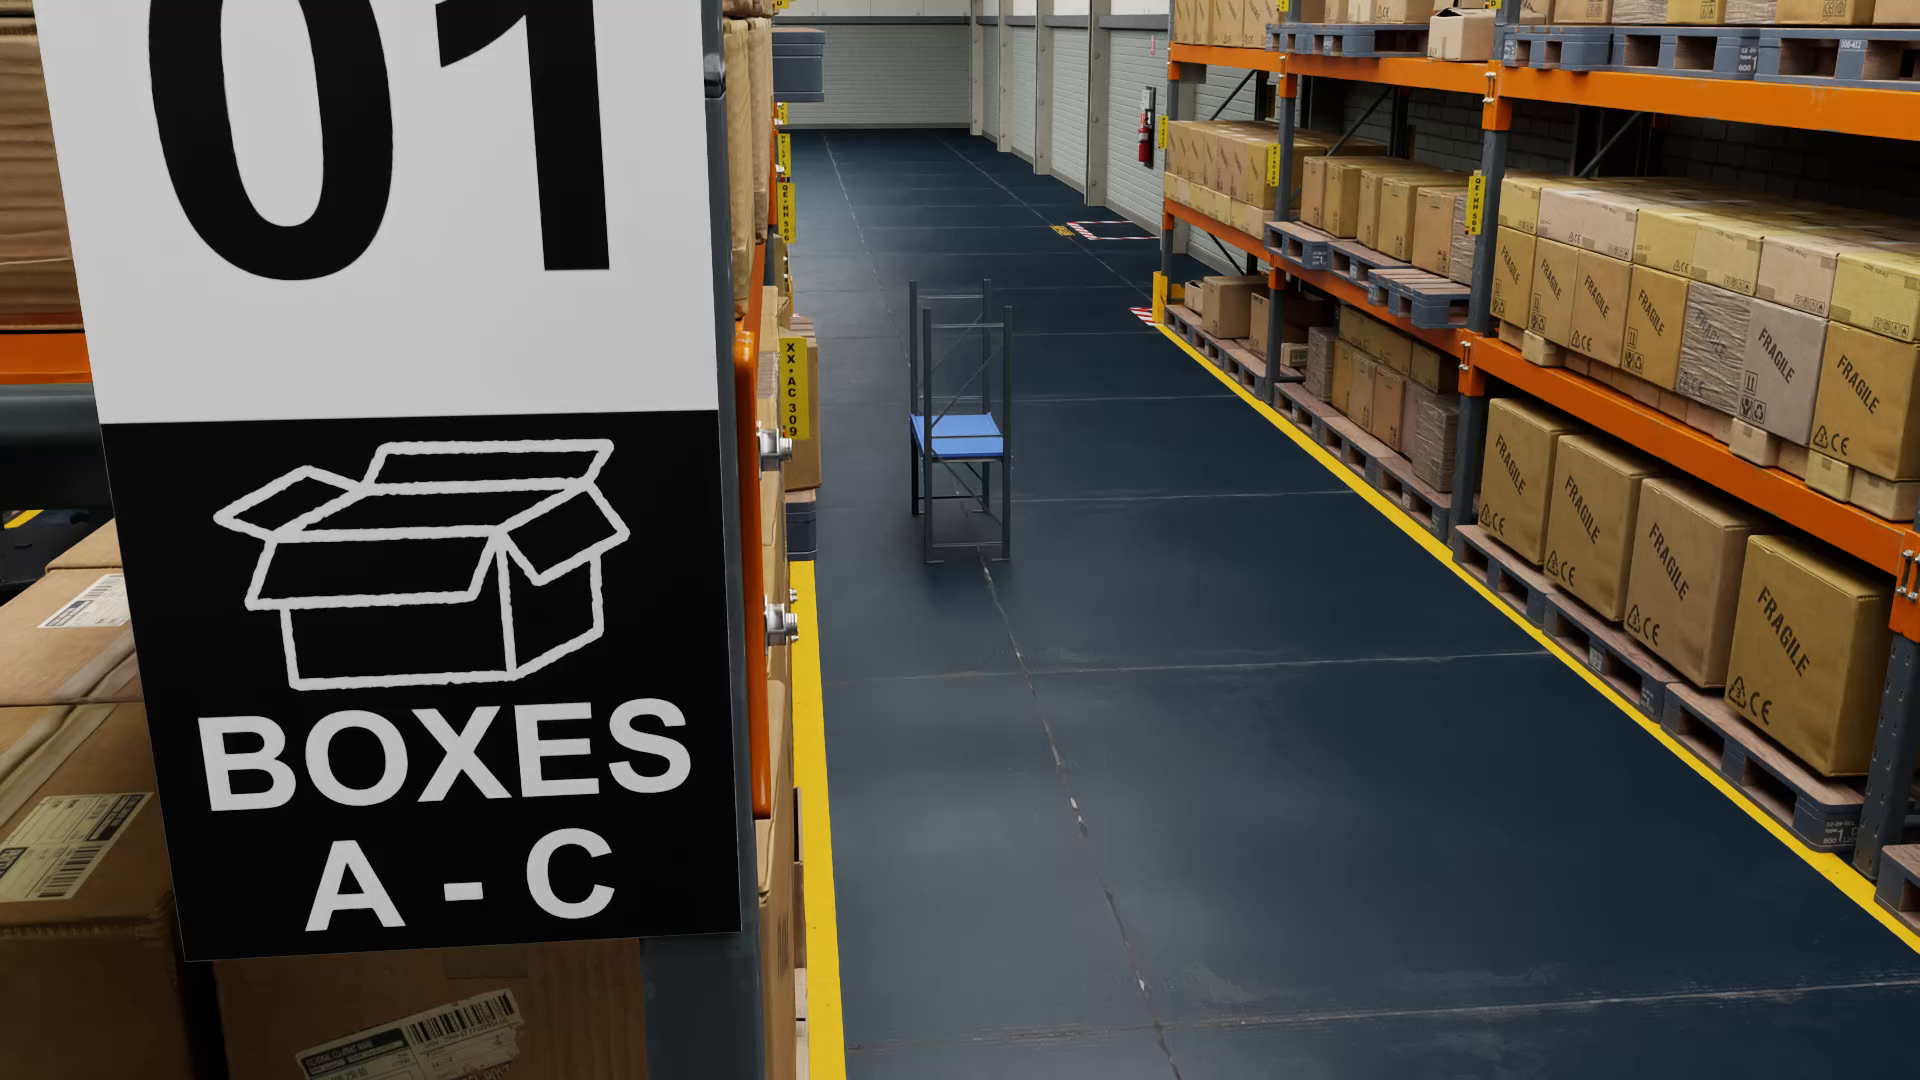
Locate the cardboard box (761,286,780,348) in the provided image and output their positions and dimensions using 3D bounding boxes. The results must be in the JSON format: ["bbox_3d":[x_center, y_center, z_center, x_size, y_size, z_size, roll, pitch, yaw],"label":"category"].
[{"bbox_3d":[-0.759,-0.426,4.691,0.500,0.500,0.500,-2,18,-5],"label":"cardboard box"}]

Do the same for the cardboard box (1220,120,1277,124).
[{"bbox_3d":[2.881,-3.935,16.670,0.500,0.500,0.500,-2,18,-6],"label":"cardboard box"}]

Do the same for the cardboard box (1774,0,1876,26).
[{"bbox_3d":[3.755,-2.317,6.639,0.700,0.500,0.500,-2,18,-7],"label":"cardboard box"}]

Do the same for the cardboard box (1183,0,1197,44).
[{"bbox_3d":[2.426,-4.993,15.867,0.500,0.500,0.500,-1,17,-2],"label":"cardboard box"}]

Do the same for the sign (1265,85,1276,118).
[{"bbox_3d":[3.175,-4.488,17.004,0.100,0.325,0.005,-2,18,-6],"label":"sign"}]

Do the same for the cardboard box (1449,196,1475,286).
[{"bbox_3d":[3.387,-1.787,9.961,0.700,0.500,0.500,-4,18,-12],"label":"cardboard box"}]

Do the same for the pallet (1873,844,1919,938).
[{"bbox_3d":[3.859,1.361,5.489,1.003,0.211,1.213,-2,18,-6],"label":"pallet"}]

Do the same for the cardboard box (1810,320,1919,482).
[{"bbox_3d":[3.560,-0.527,6.152,0.500,0.500,0.500,-2,18,-7],"label":"cardboard box"}]

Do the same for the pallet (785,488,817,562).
[{"bbox_3d":[-1.042,-0.194,6.108,1.003,0.211,1.213,-2,18,-6],"label":"pallet"}]

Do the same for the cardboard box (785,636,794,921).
[{"bbox_3d":[-0.597,0.507,3.386,0.500,0.500,0.500,-2,17,-5],"label":"cardboard box"}]

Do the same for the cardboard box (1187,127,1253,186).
[{"bbox_3d":[2.459,-3.616,15.653,0.500,0.500,0.500,-2,18,-7],"label":"cardboard box"}]

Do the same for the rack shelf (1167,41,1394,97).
[{"bbox_3d":[2.827,-4.266,14.950,1.077,0.370,4.000,-2,18,-6],"label":"rack shelf"}]

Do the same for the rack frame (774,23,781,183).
[{"bbox_3d":[-2.306,-3.619,16.698,1.000,3.000,0.127,-2,18,-6],"label":"rack frame"}]

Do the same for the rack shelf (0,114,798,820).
[{"bbox_3d":[-0.862,-0.536,3.071,1.077,0.370,4.000,-2,18,-6],"label":"rack shelf"}]

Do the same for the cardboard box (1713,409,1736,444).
[{"bbox_3d":[3.466,-0.485,7.099,0.380,0.149,0.250,-2,18,-6],"label":"cardboard box"}]

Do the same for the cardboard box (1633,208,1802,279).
[{"bbox_3d":[3.407,-1.343,7.498,0.500,0.250,0.500,-2,18,-7],"label":"cardboard box"}]

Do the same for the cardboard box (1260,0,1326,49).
[{"bbox_3d":[2.735,-4.214,13.383,0.500,0.500,0.500,-1,17,-4],"label":"cardboard box"}]

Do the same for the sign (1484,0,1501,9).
[{"bbox_3d":[2.906,-3.052,9.019,0.100,0.325,0.005,-2,18,-6],"label":"sign"}]

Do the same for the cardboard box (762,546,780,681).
[{"bbox_3d":[-0.501,0.327,2.292,0.500,0.500,0.500,-2,18,-5],"label":"cardboard box"}]

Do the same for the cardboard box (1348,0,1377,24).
[{"bbox_3d":[3.074,-3.822,11.783,0.500,0.311,0.500,-1,17,-4],"label":"cardboard box"}]

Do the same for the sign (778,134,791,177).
[{"bbox_3d":[-1.355,-2.962,12.803,0.100,0.325,0.005,-2,18,-6],"label":"sign"}]

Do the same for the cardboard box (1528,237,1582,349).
[{"bbox_3d":[3.286,-1.280,8.550,0.500,0.500,0.500,-1,17,-4],"label":"cardboard box"}]

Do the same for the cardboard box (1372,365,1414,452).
[{"bbox_3d":[3.303,-0.925,11.553,0.700,0.500,0.500,-2,18,-6],"label":"cardboard box"}]

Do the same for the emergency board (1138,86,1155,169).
[{"bbox_3d":[2.717,-6.117,24.653,0.194,1.169,0.643,-2,18,-6],"label":"emergency board"}]

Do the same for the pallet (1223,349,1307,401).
[{"bbox_3d":[2.929,-1.450,14.445,1.003,0.211,1.213,-2,18,-6],"label":"pallet"}]

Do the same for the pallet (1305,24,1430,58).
[{"bbox_3d":[3.101,-3.427,11.392,1.213,0.211,1.003,-2,18,-6],"label":"pallet"}]

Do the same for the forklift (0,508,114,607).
[{"bbox_3d":[-4.814,-1.011,8.503,3.031,2.935,1.130,-9,20,-26],"label":"forklift"}]

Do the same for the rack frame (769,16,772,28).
[{"bbox_3d":[-1.481,-4.098,8.207,1.000,3.000,0.127,-2,18,-6],"label":"rack frame"}]

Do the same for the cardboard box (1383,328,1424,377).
[{"bbox_3d":[3.265,-1.303,11.506,0.500,0.250,0.500,-2,18,-6],"label":"cardboard box"}]

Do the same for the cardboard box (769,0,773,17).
[{"bbox_3d":[-0.748,-1.506,4.374,0.500,0.250,0.500,-2,18,-6],"label":"cardboard box"}]

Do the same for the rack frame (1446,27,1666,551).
[{"bbox_3d":[3.446,-1.390,9.597,1.000,3.000,0.127,-2,18,-6],"label":"rack frame"}]

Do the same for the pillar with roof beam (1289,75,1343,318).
[{"bbox_3d":[-0.729,-6.321,15.288,9.100,9.000,0.400,-2,18,-6],"label":"pillar with roof beam"}]

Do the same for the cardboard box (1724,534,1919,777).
[{"bbox_3d":[3.662,0.437,6.664,0.750,0.750,0.750,-2,17,-5],"label":"cardboard box"}]

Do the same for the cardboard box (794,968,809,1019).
[{"bbox_3d":[-0.629,1.377,4.808,0.380,0.149,0.250,-2,18,-6],"label":"cardboard box"}]

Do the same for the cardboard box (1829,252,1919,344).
[{"bbox_3d":[3.556,-0.887,6.044,0.500,0.250,0.500,-1,17,-4],"label":"cardboard box"}]

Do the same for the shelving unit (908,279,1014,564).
[{"bbox_3d":[-0.009,-0.741,10.033,0.538,1.500,1.048,-2,18,-6],"label":"shelving unit"}]

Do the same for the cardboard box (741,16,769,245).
[{"bbox_3d":[-0.495,-0.522,2.076,0.500,0.250,0.500,-2,18,-6],"label":"cardboard box"}]

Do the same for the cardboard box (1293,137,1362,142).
[{"bbox_3d":[3.143,-3.178,14.258,0.500,0.500,0.500,-2,18,-6],"label":"cardboard box"}]

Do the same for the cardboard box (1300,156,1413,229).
[{"bbox_3d":[3.052,-2.687,12.826,0.700,0.500,0.500,-2,18,-5],"label":"cardboard box"}]

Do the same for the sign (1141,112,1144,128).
[{"bbox_3d":[2.763,-6.302,25.182,0.001,0.329,0.234,-2,18,-6],"label":"sign"}]

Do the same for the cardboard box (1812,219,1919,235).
[{"bbox_3d":[3.953,-1.205,7.059,0.500,0.250,0.500,-2,18,-7],"label":"cardboard box"}]

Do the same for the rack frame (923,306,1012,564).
[{"bbox_3d":[0.044,-0.590,9.551,0.500,1.500,0.032,-2,18,-6],"label":"rack frame"}]

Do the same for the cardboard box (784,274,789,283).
[{"bbox_3d":[-1.690,-1.971,14.083,0.500,0.500,0.500,-2,18,-6],"label":"cardboard box"}]

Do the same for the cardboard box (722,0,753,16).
[{"bbox_3d":[-0.450,-0.612,1.525,0.500,0.250,0.500,-2,18,-6],"label":"cardboard box"}]

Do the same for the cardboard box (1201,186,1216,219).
[{"bbox_3d":[2.519,-3.099,15.259,0.500,0.250,0.500,-2,18,-5],"label":"cardboard box"}]

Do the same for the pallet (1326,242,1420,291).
[{"bbox_3d":[3.201,-1.887,11.500,1.003,0.211,1.213,-2,18,-6],"label":"pallet"}]

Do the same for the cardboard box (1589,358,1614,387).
[{"bbox_3d":[3.394,-0.869,8.324,0.380,0.149,0.250,-1,17,-4],"label":"cardboard box"}]

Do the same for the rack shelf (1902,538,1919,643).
[{"bbox_3d":[4.065,0.741,4.011,1.077,0.370,4.000,-2,18,-6],"label":"rack shelf"}]
